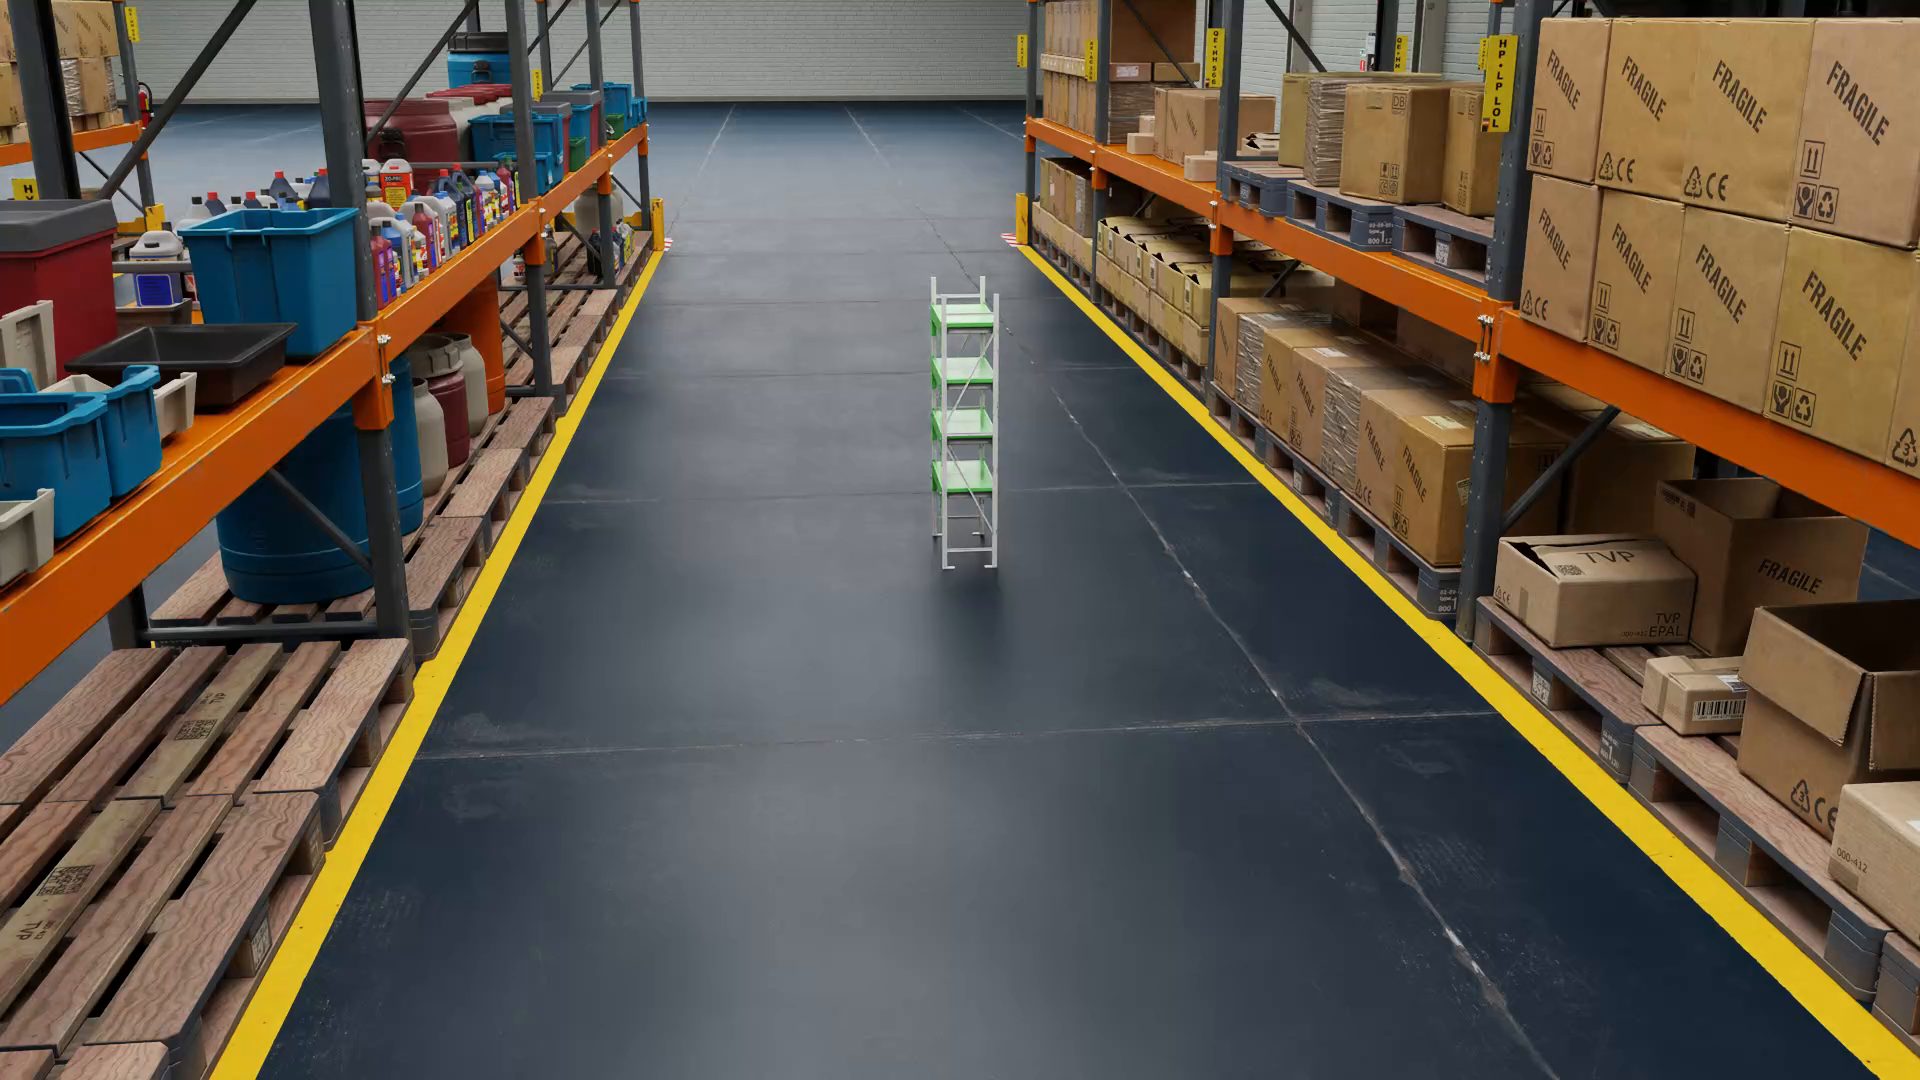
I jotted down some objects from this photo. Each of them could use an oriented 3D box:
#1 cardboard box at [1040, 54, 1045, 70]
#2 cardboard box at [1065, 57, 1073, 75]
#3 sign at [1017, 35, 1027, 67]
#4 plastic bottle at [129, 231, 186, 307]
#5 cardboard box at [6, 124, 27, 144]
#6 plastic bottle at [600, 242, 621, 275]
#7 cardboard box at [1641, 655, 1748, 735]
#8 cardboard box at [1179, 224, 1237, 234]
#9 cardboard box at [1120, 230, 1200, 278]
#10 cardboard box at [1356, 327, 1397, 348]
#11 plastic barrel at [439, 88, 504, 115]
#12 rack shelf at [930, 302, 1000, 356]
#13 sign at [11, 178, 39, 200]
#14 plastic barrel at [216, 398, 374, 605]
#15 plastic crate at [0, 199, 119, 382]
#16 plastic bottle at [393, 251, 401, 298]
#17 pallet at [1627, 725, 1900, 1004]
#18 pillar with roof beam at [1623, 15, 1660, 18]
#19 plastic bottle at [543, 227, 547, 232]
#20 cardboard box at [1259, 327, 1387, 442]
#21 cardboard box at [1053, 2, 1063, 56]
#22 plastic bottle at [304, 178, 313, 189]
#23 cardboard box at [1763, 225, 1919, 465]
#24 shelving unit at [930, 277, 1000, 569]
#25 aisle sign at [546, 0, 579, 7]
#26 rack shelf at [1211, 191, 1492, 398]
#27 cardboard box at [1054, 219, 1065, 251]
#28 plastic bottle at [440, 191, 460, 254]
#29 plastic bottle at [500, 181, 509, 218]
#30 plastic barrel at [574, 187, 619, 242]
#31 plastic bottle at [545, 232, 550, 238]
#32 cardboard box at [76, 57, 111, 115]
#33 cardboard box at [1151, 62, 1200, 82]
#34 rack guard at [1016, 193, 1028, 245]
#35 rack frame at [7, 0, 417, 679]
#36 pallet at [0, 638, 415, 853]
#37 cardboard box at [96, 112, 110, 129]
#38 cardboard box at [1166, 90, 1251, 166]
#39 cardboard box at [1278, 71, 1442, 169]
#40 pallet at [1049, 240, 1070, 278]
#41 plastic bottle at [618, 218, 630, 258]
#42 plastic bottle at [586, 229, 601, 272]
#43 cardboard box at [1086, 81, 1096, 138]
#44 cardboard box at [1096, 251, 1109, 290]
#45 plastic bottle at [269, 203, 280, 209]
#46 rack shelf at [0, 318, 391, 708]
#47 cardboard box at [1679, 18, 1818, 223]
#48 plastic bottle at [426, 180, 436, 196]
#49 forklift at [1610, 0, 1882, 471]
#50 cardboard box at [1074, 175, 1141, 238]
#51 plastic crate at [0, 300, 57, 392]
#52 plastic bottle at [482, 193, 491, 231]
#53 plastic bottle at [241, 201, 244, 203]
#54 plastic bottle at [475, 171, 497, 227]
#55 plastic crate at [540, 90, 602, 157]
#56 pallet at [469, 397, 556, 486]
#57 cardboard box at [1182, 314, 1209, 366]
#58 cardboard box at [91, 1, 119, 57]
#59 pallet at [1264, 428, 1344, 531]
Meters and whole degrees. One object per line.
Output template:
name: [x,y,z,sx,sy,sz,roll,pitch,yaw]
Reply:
cardboard box: [1.026,-4.868,16.926,0.380,0.149,0.250,-2,18,-6]
cardboard box: [1.183,-4.410,15.467,0.380,0.149,0.250,-2,18,-5]
sign: [0.647,-5.070,17.241,0.100,0.325,0.005,-2,18,-6]
plastic bottle: [-2.853,-0.956,5.920,0.152,0.276,0.135,-2,18,-6]
cardboard box: [-8.051,-3.390,13.886,0.380,0.149,0.250,-2,18,-6]
plastic bottle: [-2.973,-2.405,14.143,0.152,0.276,0.135,-1,17,-4]
cardboard box: [2.364,0.472,5.162,0.380,0.166,0.250,-2,18,-6]
cardboard box: [1.999,-2.332,13.051,0.500,0.311,0.500,-1,17,-4]
cardboard box: [1.508,-2.165,12.517,0.500,0.311,0.500,-2,18,-7]
cardboard box: [2.407,-0.843,8.792,0.500,0.500,0.500,-2,18,-8]
plastic barrel: [-3.359,-2.845,11.505,0.433,0.535,0.433,0,17,0]
rack shelf: [0.017,-0.920,7.216,0.258,0.148,0.480,-2,18,-6]
sign: [-3.038,-1.023,5.466,0.100,0.325,0.005,-2,18,-6]
plastic barrel: [-2.530,-0.269,6.329,0.600,0.901,0.708,-2,18,-6]
plastic crate: [-2.648,-0.693,4.669,0.402,0.464,0.583,-2,18,-6]
plastic bottle: [-2.148,-1.009,6.214,0.097,0.201,0.097,0,17,0]
pallet: [2.636,0.840,4.649,1.003,0.211,1.213,-2,18,-6]
pillar with roof beam: [2.777,-7.336,16.021,9.100,9.000,0.400,-2,18,-6]
plastic bottle: [-3.816,-2.739,15.214,0.097,0.271,0.097,0,17,0]
cardboard box: [1.893,-0.818,8.715,0.500,0.500,0.500,-2,18,-6]
cardboard box: [1.300,-4.989,16.229,0.700,0.500,0.500,-2,18,-7]
plastic bottle: [-3.100,-1.588,7.943,0.097,0.271,0.097,0,17,0]
cardboard box: [2.378,-0.494,4.075,0.500,0.500,0.500,-2,18,-6]
shelving unit: [0.017,-0.523,7.340,0.258,1.200,0.503,-2,18,-6]
aisle sign: [-4.027,-5.735,16.598,0.394,0.787,0.004,-2,18,-6]
rack shelf: [2.231,-1.312,8.049,1.077,0.370,4.000,-2,18,-6]
cardboard box: [1.186,-2.909,15.826,0.500,0.250,0.500,-2,18,-6]
plastic bottle: [-2.273,-1.405,7.359,0.097,0.271,0.097,0,17,0]
plastic bottle: [-2.419,-1.793,8.713,0.097,0.201,0.097,0,17,0]
plastic barrel: [-3.532,-3.153,16.164,0.421,0.512,0.421,0,17,0]
plastic bottle: [-3.622,-2.552,14.598,0.061,0.283,0.133,-2,18,-6]
cardboard box: [-8.454,-4.209,15.413,0.875,0.500,0.500,-2,18,-6]
cardboard box: [1.777,-3.886,13.797,0.380,0.149,0.250,-2,18,-6]
rack guard: [1.197,-3.449,17.829,1.175,0.500,0.348,-2,18,-6]
rack frame: [-2.490,-0.907,5.560,1.000,3.000,0.127,-2,18,-6]
pallet: [-2.376,0.641,5.283,1.003,0.211,1.213,-2,18,-6]
cardboard box: [-8.318,-3.984,15.778,0.380,0.149,0.250,-2,18,-6]
cardboard box: [1.781,-2.955,11.915,0.500,0.500,0.500,-2,18,-6]
cardboard box: [2.201,-2.315,9.175,0.700,0.500,0.500,-8,19,-24]
pallet: [1.442,-2.715,15.972,1.003,0.211,1.213,-2,18,-6]
plastic bottle: [-3.069,-2.729,15.048,0.144,0.351,0.185,-1,17,-3]
plastic bottle: [-3.129,-2.486,14.275,0.144,0.351,0.185,-2,18,-6]
cardboard box: [1.499,-3.779,14.541,0.700,0.500,0.500,-2,18,-6]
cardboard box: [1.407,-2.203,13.577,0.500,0.250,0.500,-2,18,-7]
plastic bottle: [-2.834,-1.262,6.904,0.097,0.271,0.097,0,17,0]
rack shelf: [-2.284,0.032,3.769,1.077,0.370,4.000,-2,18,-6]
cardboard box: [2.312,-1.128,4.426,0.500,0.500,0.500,-2,18,-7]
plastic bottle: [-2.443,-1.536,7.757,0.061,0.283,0.133,-2,18,-6]
forklift: [4.353,-2.150,9.631,1.130,2.935,3.031,-2,18,-6]
cardboard box: [1.307,-2.970,14.766,0.500,0.500,0.500,-2,18,-6]
plastic crate: [-2.516,-0.419,4.101,0.437,0.282,0.530,-2,18,-6]
plastic bottle: [-2.359,-1.619,8.159,0.097,0.201,0.097,0,17,0]
plastic bottle: [-2.956,-1.255,6.873,0.152,0.276,0.135,-2,18,-6]
plastic bottle: [-2.379,-1.711,8.333,0.097,0.271,0.097,0,17,0]
plastic crate: [-2.961,-3.187,12.712,0.402,0.464,0.583,-2,18,-6]
pallet: [-2.780,-0.535,9.029,1.003,0.211,1.213,-2,18,-6]
cardboard box: [1.728,-1.289,10.664,0.500,0.250,0.500,-1,17,-4]
cardboard box: [-8.352,-4.840,15.753,0.500,0.500,0.500,-2,18,-6]
pallet: [2.186,-0.334,8.390,1.003,0.211,1.213,-2,18,-6]
